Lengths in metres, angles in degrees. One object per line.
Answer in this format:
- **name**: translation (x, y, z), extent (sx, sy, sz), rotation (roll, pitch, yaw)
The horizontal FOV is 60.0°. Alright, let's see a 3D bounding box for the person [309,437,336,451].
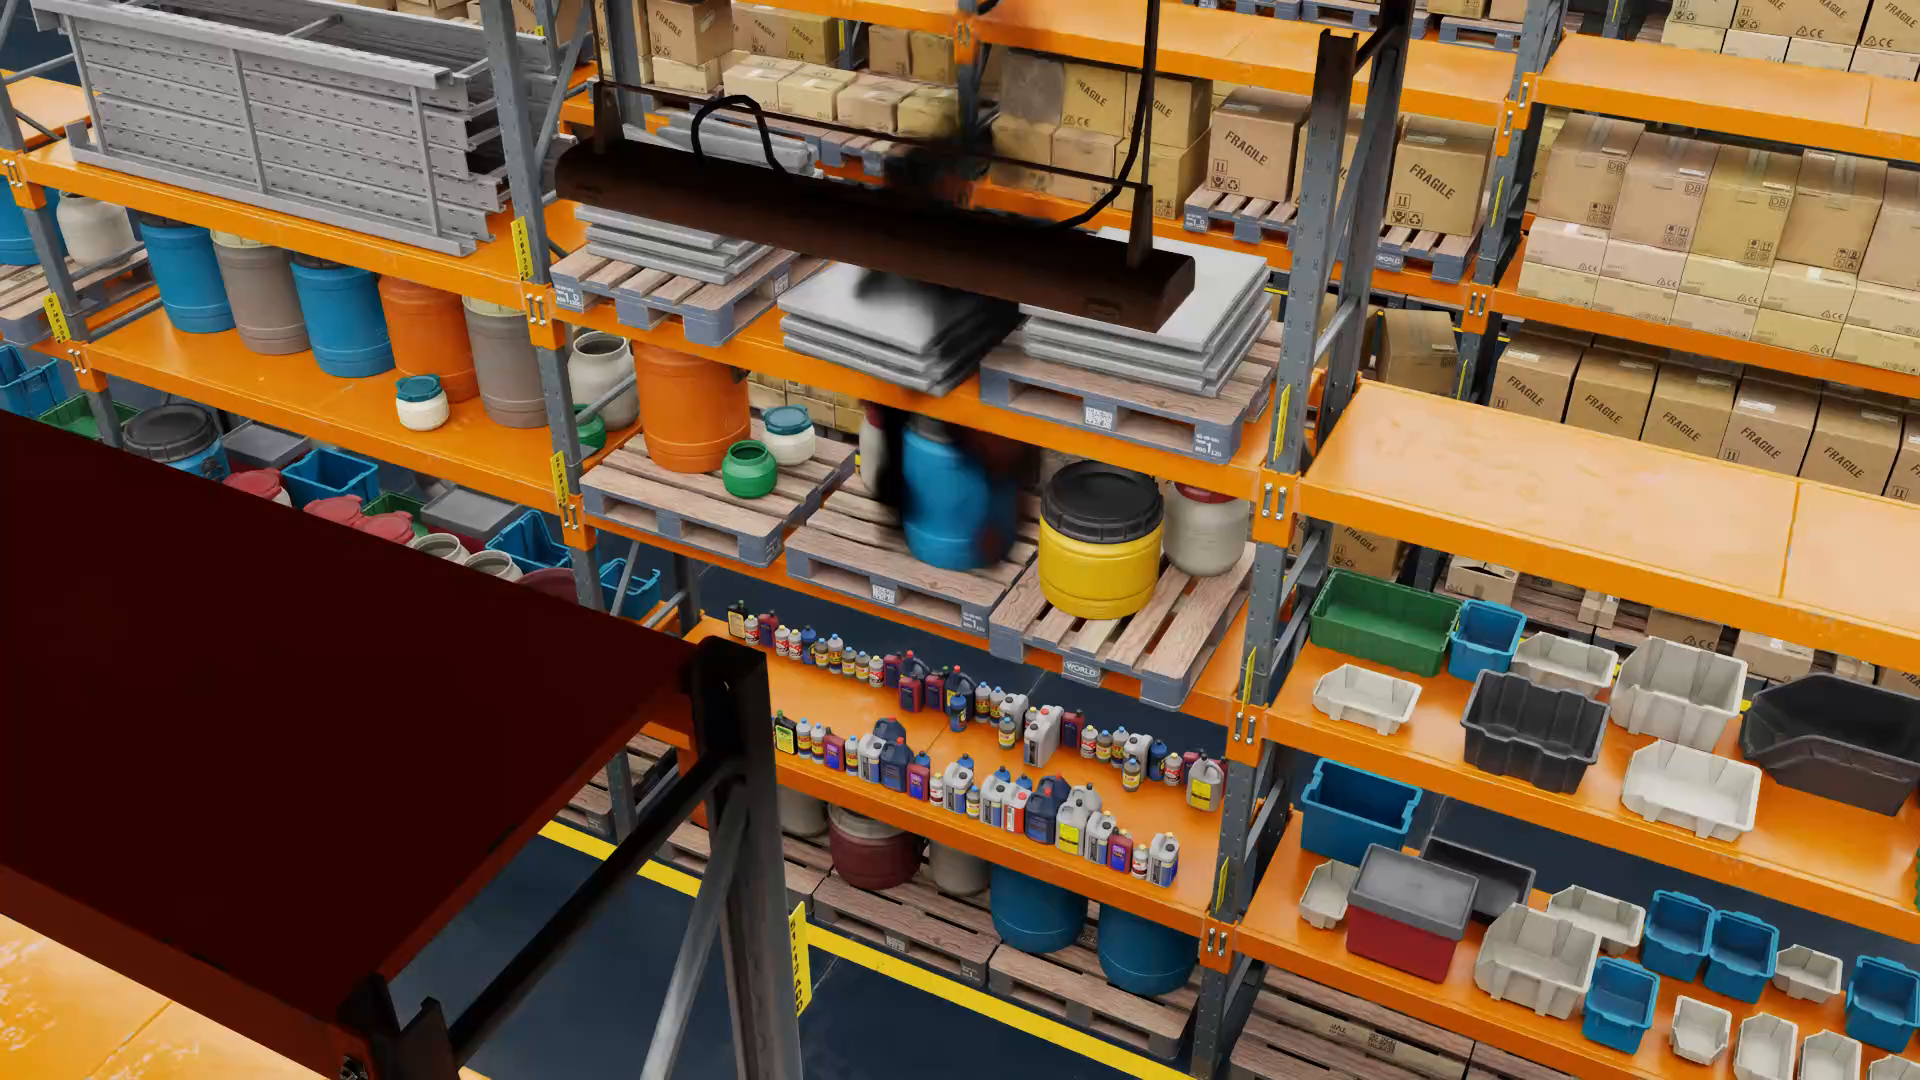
- **person**: translation (-5.250, -0.764, 13.620), extent (0.547, 1.554, 0.537), rotation (10, 36, 14)

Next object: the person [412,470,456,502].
- **person**: translation (-4.356, -0.831, 13.533), extent (0.594, 1.740, 0.668), rotation (10, 36, 14)
